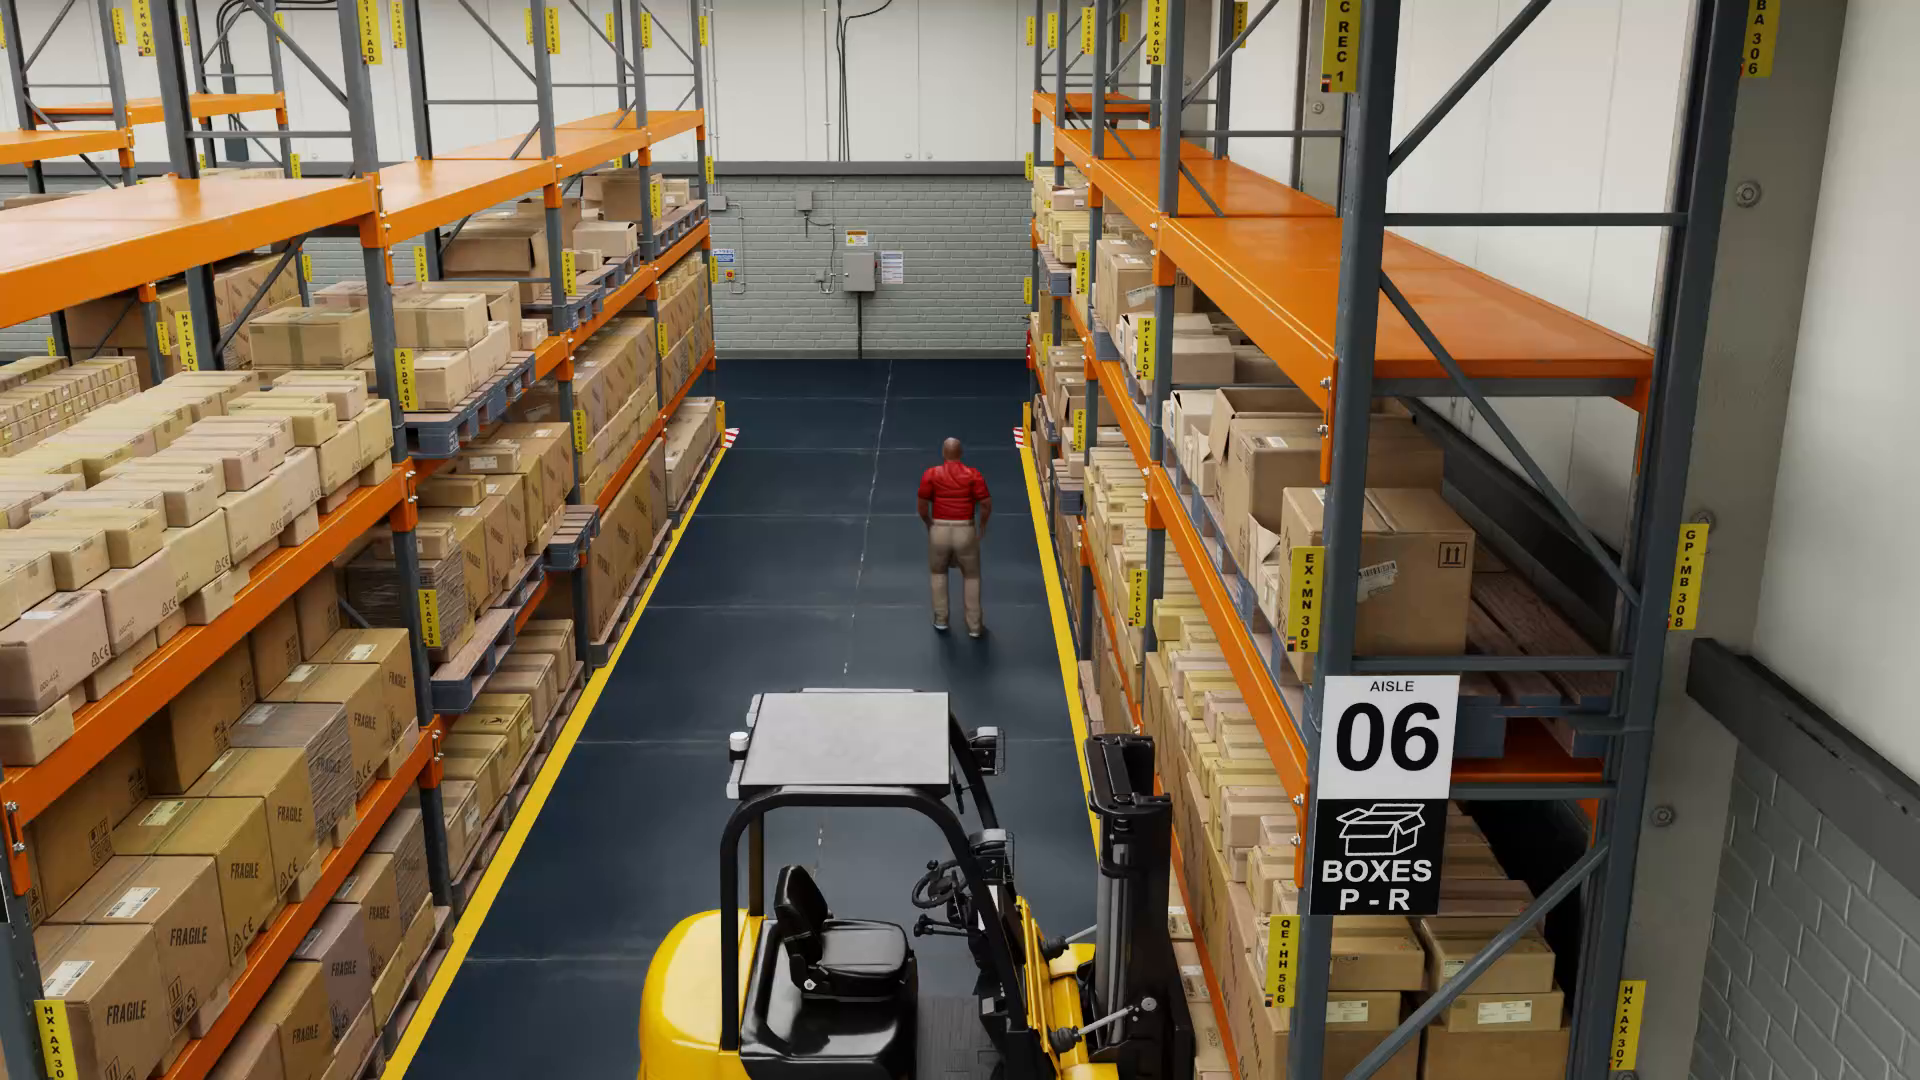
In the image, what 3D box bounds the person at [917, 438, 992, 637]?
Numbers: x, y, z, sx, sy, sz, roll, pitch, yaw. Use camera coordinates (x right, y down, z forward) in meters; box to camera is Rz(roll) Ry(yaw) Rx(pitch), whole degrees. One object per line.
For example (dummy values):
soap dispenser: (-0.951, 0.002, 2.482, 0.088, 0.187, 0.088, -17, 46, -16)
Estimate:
person: (-0.044, -0.033, 14.302, 0.641, 1.709, 0.440, 2, 17, 5)
